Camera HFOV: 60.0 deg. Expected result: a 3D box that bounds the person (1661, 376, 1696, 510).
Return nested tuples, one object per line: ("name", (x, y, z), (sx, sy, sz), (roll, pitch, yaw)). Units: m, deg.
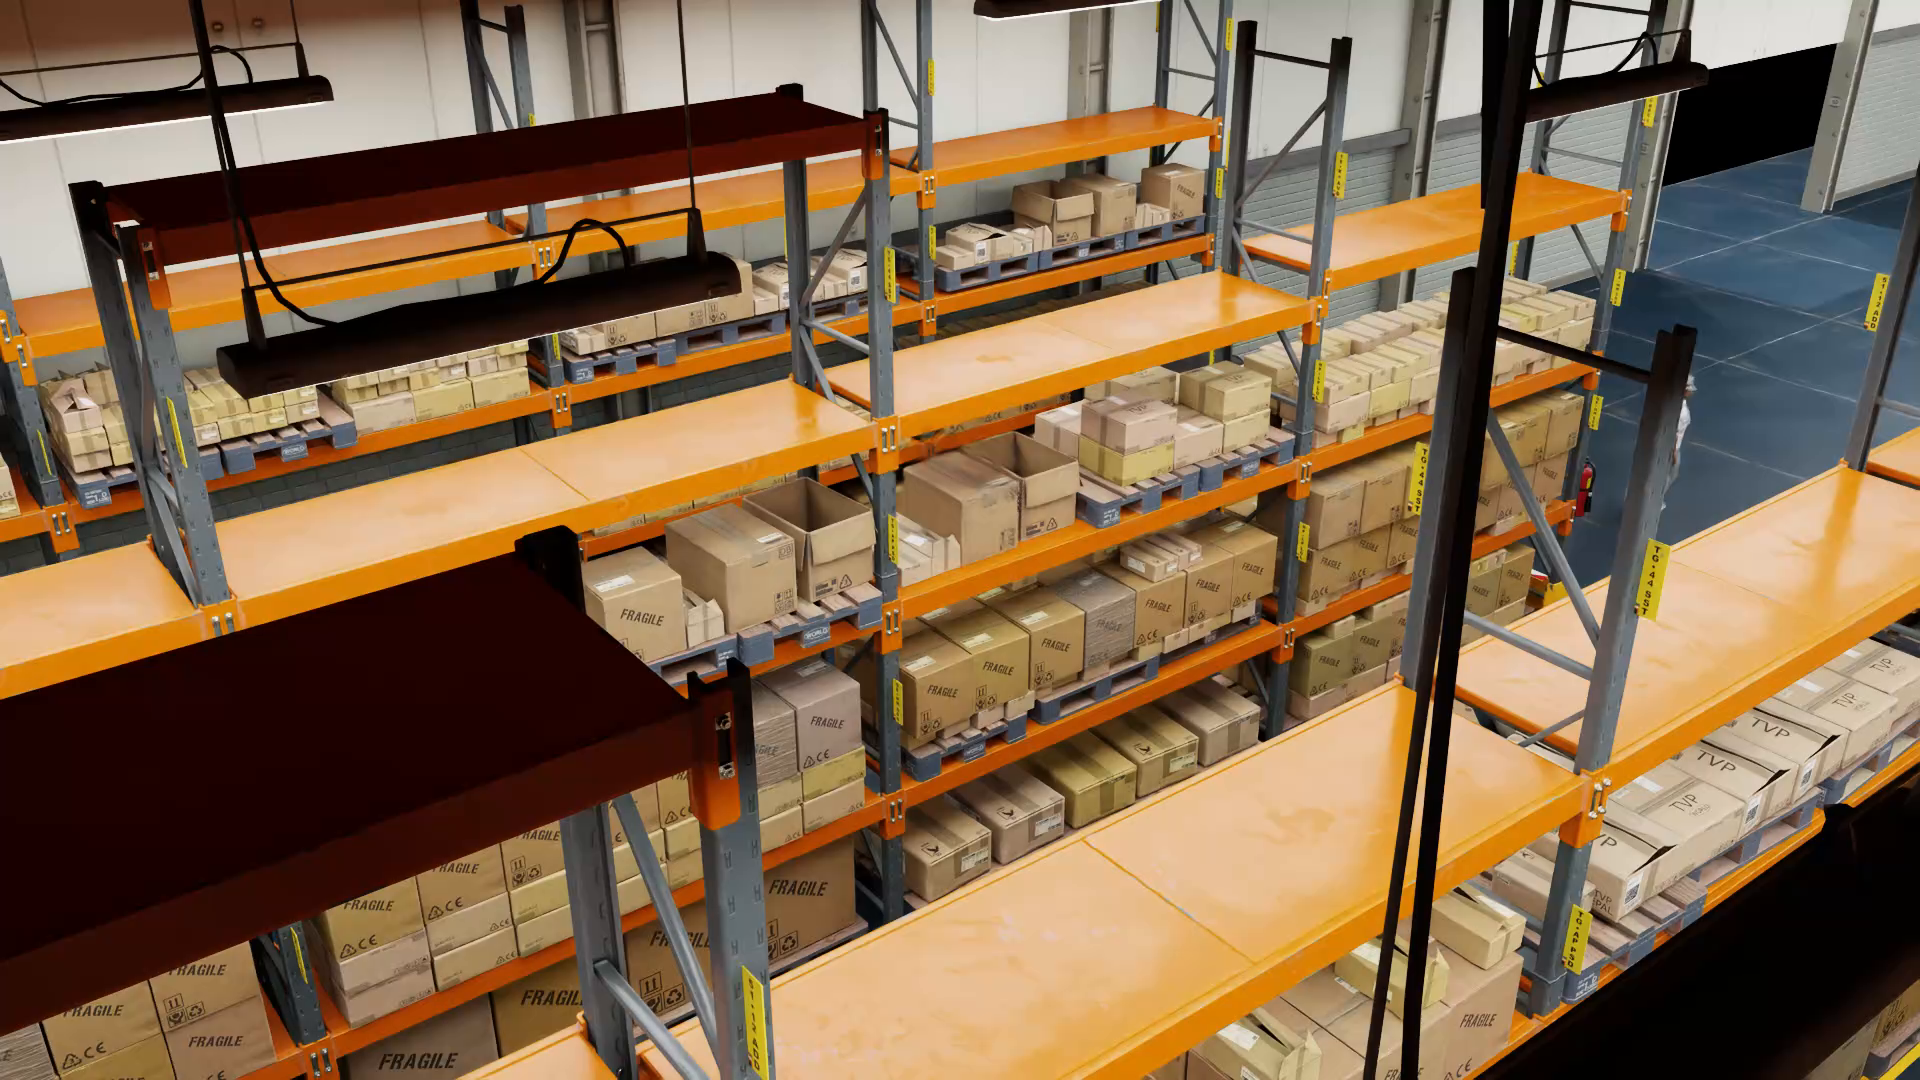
("person", (7.769, -1.048, 18.404), (0.566, 1.648, 0.500), (-8, 27, -17))
